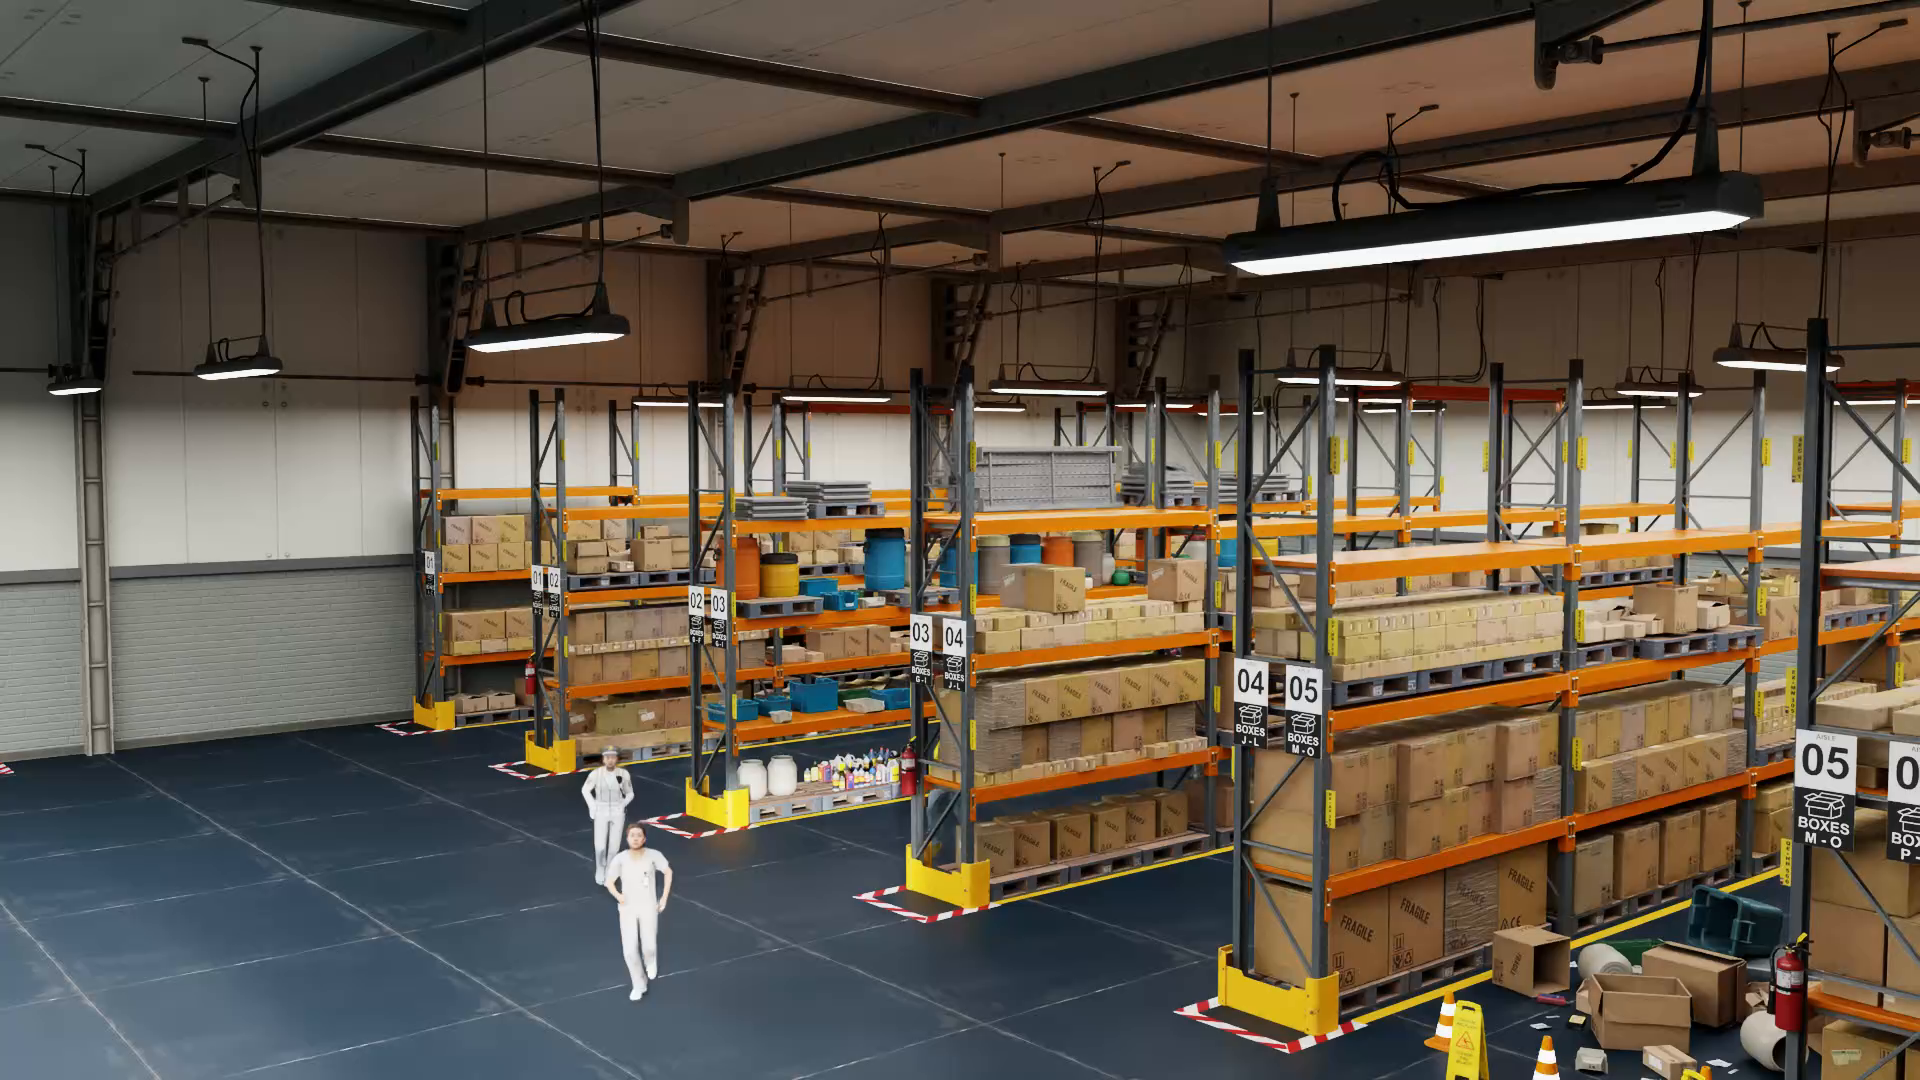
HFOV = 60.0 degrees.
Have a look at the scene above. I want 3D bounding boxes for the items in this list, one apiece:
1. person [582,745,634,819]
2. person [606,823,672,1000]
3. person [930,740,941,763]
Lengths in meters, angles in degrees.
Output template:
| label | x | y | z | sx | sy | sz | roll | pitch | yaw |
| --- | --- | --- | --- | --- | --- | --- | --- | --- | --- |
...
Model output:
| label | x | y | z | sx | sy | sz | roll | pitch | yaw |
| --- | --- | --- | --- | --- | --- | --- | --- | --- | --- |
| person | -4.051 | 2.788 | 19.175 | 0.588 | 0.848 | 0.542 | -1 | 3 | -15 |
| person | -2.984 | 3.439 | 15.443 | 0.601 | 1.636 | 0.578 | 0 | 3 | -7 |
| person | -0.154 | 2.609 | 20.702 | 0.688 | 0.855 | 0.675 | -3 | 5 | -43 |
